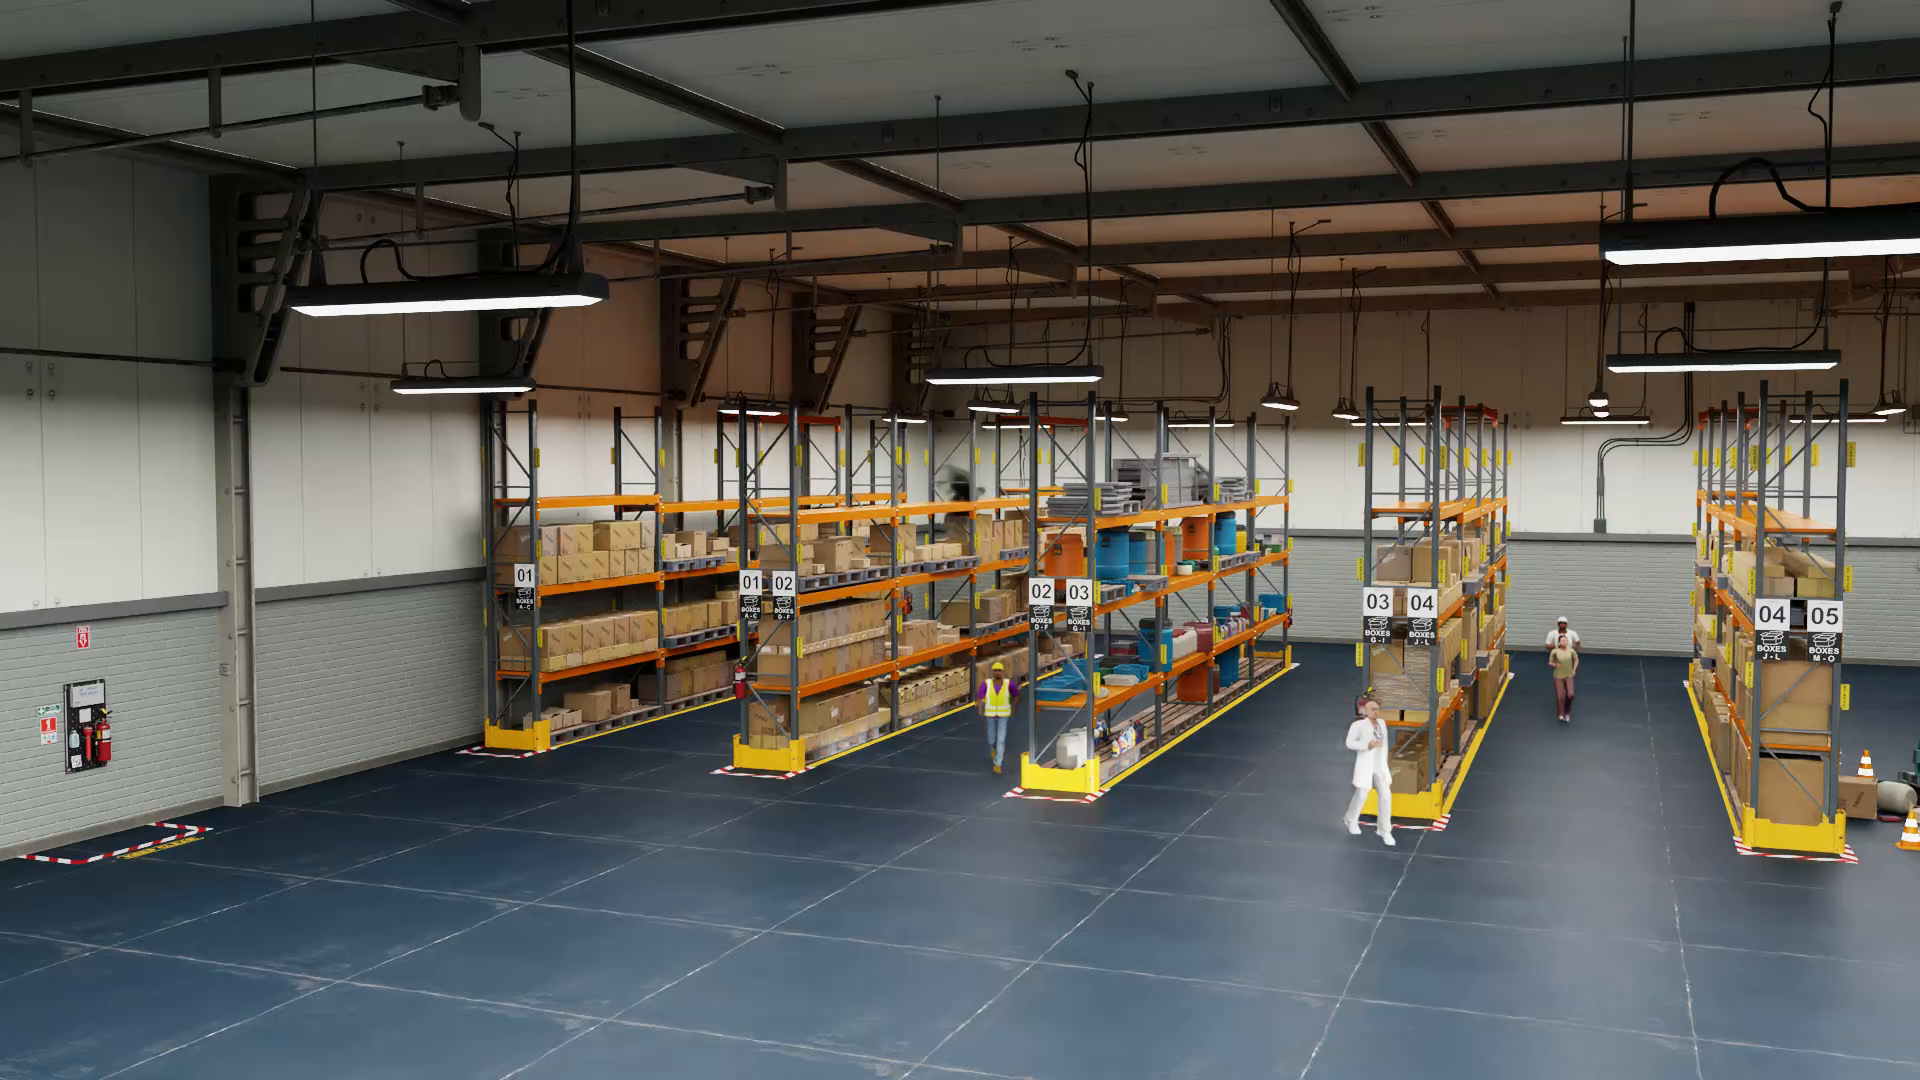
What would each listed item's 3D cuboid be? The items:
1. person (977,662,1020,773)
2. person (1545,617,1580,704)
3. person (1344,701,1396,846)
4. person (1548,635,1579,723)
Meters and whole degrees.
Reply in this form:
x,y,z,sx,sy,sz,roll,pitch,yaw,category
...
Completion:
x,y,z,sx,sy,sz,roll,pitch,yaw,category
0.613,2.828,26.724,0.698,1.743,0.778,0,3,5,person
12.276,2.458,33.864,0.677,1.795,0.683,1,3,17,person
5.372,3.028,21.794,0.708,1.839,0.870,-1,3,-16,person
11.418,2.622,31.432,0.562,1.656,0.595,1,3,14,person
